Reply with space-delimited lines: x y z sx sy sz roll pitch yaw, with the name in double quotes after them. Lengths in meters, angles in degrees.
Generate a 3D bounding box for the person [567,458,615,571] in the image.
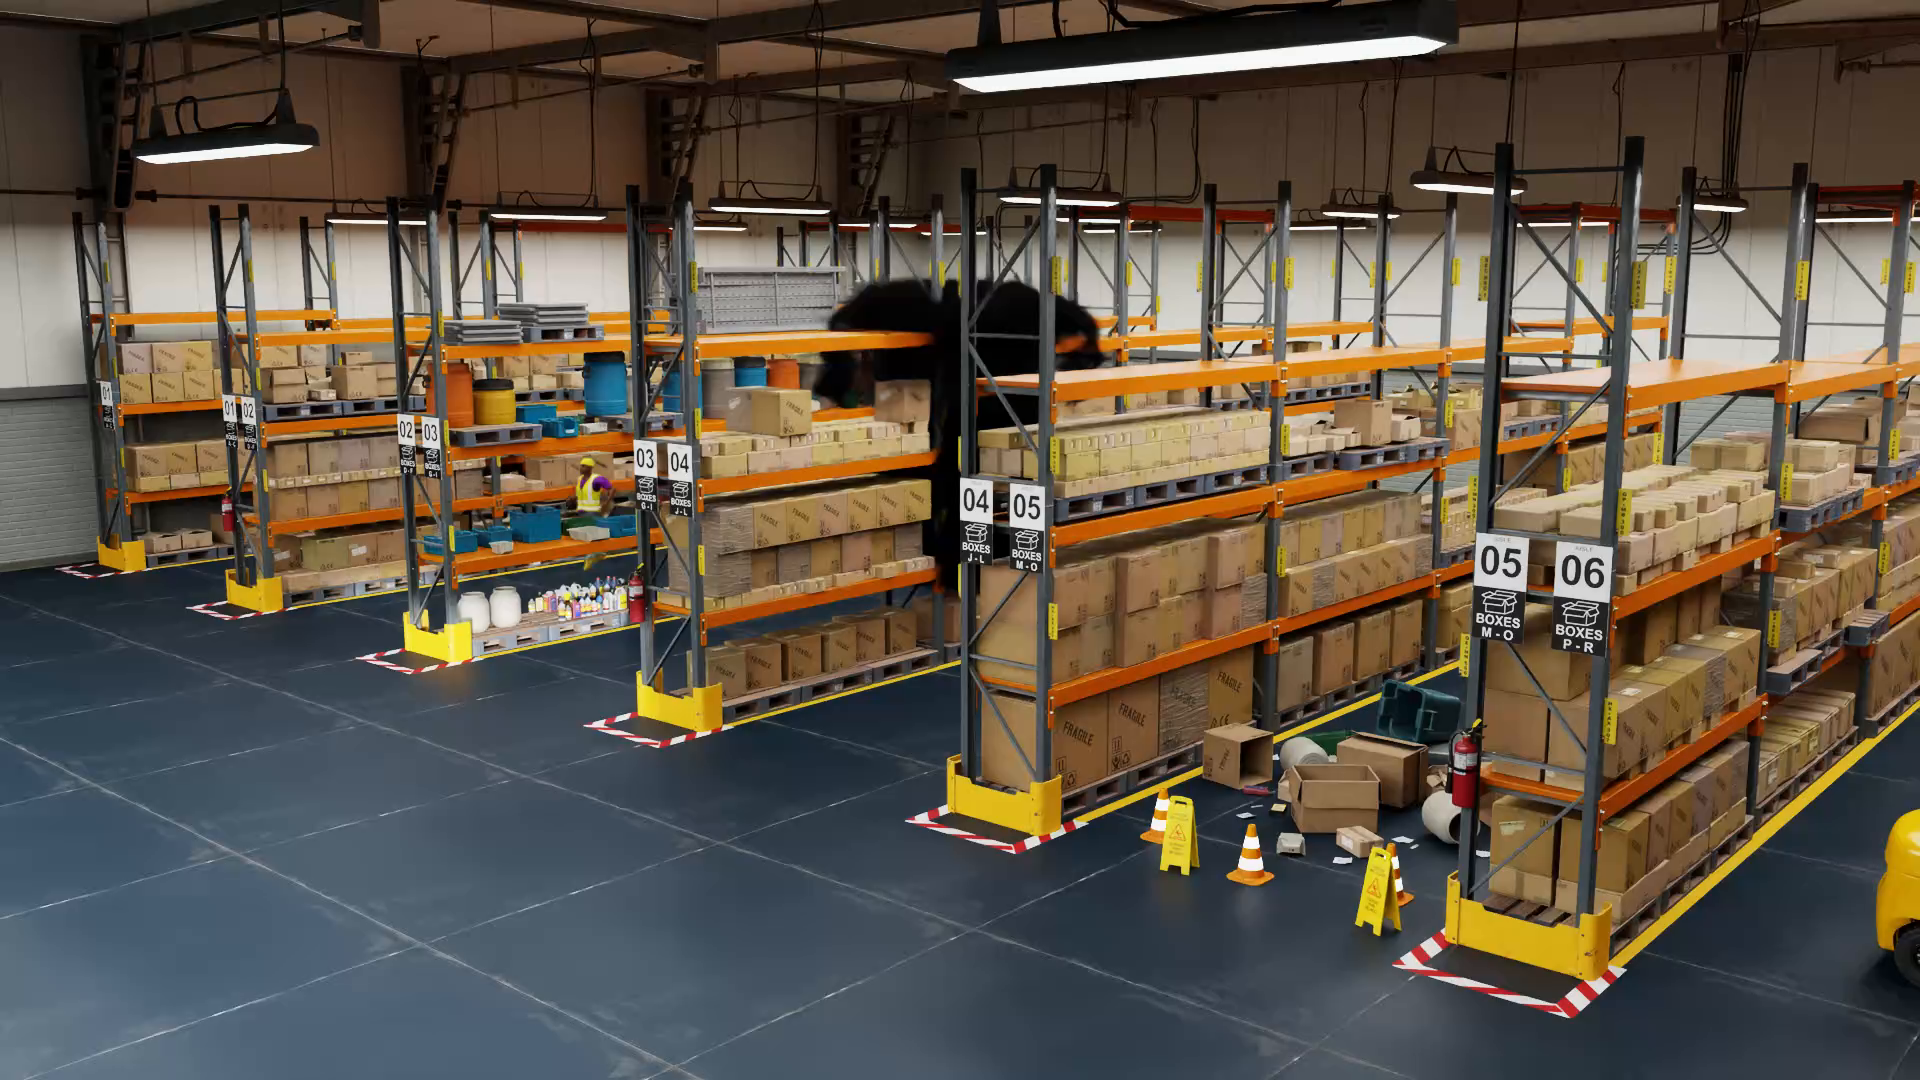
-6.069 -0.423 27.206 0.708 1.837 0.711 7 12 37 "person"
